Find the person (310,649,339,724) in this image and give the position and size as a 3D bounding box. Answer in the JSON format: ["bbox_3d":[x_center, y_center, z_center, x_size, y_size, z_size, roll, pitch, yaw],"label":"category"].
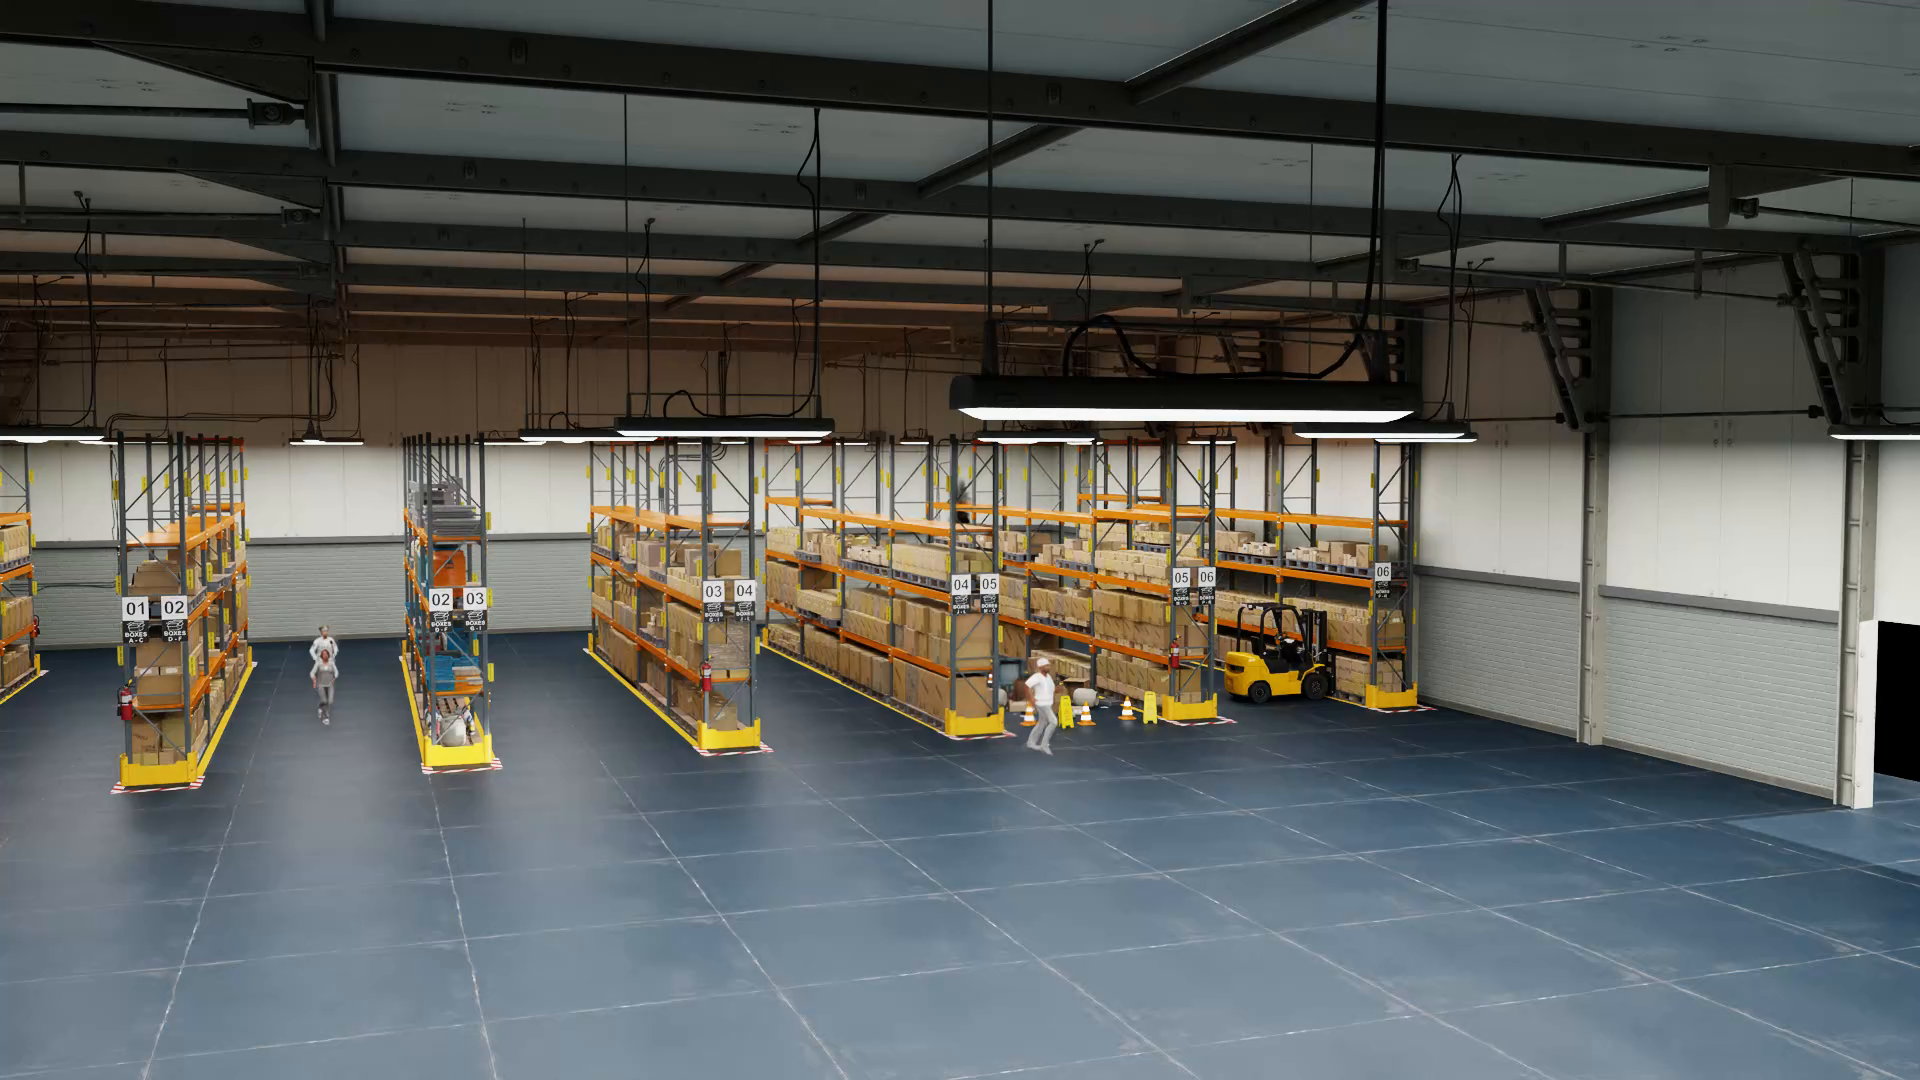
[{"bbox_3d":[-13.156,3.044,34.483,0.549,1.555,0.537,-2,4,-31],"label":"person"}]

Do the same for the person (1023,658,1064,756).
[{"bbox_3d":[1.578,3.120,31.115,0.747,1.819,0.669,1,3,23],"label":"person"}]

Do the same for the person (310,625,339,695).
[{"bbox_3d":[-14.619,2.785,38.288,0.616,1.660,0.522,-2,4,-34],"label":"person"}]

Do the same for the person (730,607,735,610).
[{"bbox_3d":[-6.750,2.175,48.655,0.679,1.717,0.853,2,4,36],"label":"person"}]
